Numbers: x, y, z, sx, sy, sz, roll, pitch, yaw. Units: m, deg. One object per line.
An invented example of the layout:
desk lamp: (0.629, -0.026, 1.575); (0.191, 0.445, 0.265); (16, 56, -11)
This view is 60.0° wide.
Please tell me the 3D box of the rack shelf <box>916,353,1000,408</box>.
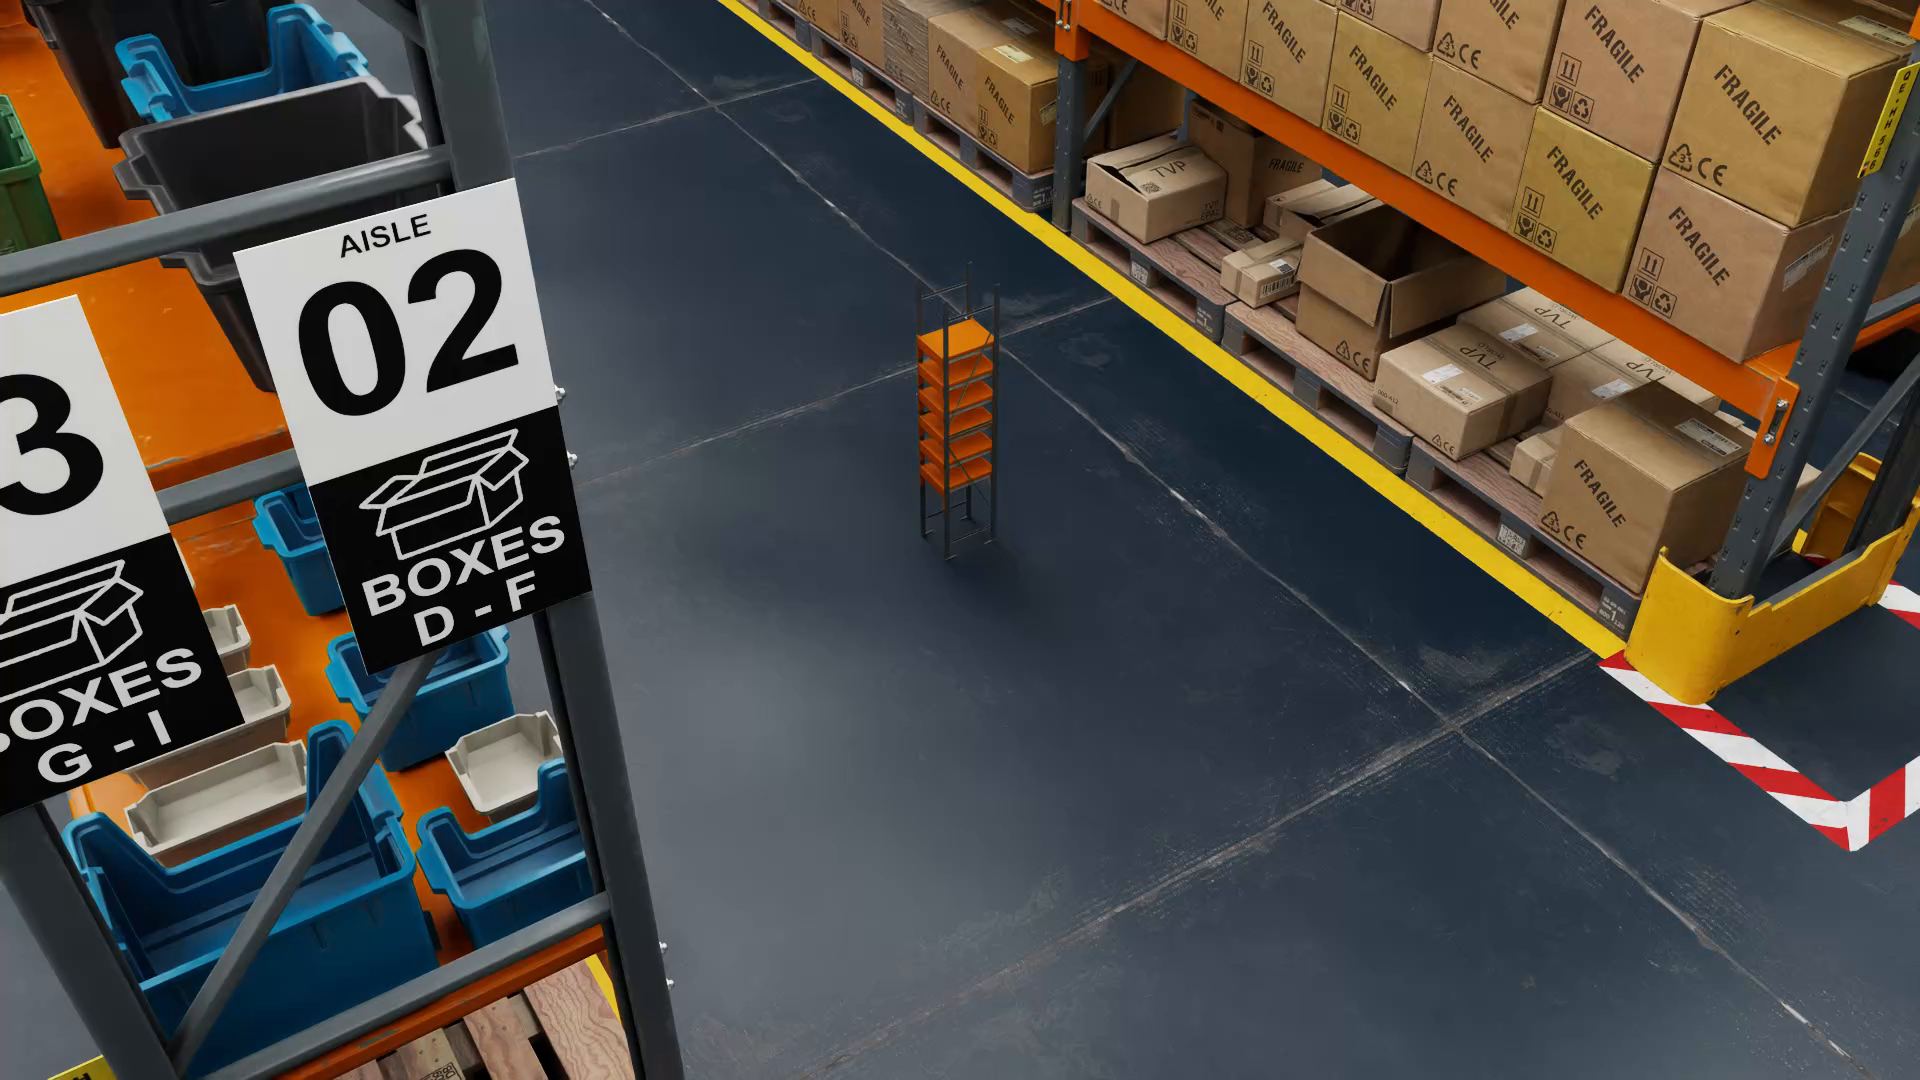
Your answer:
rack shelf: (-0.008, -0.619, 6.250); (0.258, 0.103, 0.180); (-22, 45, -24)

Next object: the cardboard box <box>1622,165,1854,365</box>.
cardboard box: (2.614, -0.975, 5.499); (0.500, 0.500, 0.500); (-21, 44, -23)

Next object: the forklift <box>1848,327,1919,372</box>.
forklift: (3.875, -2.808, 7.830); (1.130, 2.935, 3.031); (-22, 44, -24)

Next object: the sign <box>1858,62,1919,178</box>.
sign: (2.606, -1.175, 4.665); (0.100, 0.325, 0.005); (-22, 45, -24)

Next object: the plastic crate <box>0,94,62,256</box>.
plastic crate: (-1.865, -0.591, 2.938); (0.450, 0.188, 0.336); (-22, 45, -24)

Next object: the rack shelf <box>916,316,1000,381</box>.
rack shelf: (-0.008, -0.711, 6.173); (0.258, 0.103, 0.180); (-22, 45, -24)

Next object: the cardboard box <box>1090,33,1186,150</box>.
cardboard box: (0.879, -2.501, 9.018); (0.500, 0.500, 0.500); (-24, 46, -26)

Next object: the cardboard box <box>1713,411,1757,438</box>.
cardboard box: (3.015, -0.349, 6.695); (0.380, 0.166, 0.250); (-22, 45, -24)

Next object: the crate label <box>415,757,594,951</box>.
crate label: (-0.949, 0.709, 3.640); (0.416, 0.233, 0.303); (-22, 45, -24)

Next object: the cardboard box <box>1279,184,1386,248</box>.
cardboard box: (1.883, -1.469, 7.927); (0.500, 0.311, 0.500); (-22, 45, -24)

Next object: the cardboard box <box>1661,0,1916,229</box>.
cardboard box: (2.614, -1.357, 5.176); (0.500, 0.500, 0.500); (-23, 45, -25)

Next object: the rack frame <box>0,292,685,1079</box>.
rack frame: (-1.094, 0.914, 3.310); (1.000, 3.000, 0.127); (-22, 45, -24)

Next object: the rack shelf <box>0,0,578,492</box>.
rack shelf: (-2.169, -1.041, 3.875); (1.077, 0.370, 4.000); (-22, 45, -24)

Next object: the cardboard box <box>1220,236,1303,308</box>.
cardboard box: (1.451, -1.264, 7.793); (0.380, 0.166, 0.250); (-22, 45, -24)

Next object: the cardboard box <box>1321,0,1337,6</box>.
cardboard box: (1.504, -2.463, 6.504); (0.500, 0.500, 0.500); (-24, 45, -26)

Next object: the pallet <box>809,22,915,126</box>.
pallet: (-0.195, -2.962, 10.139); (1.003, 0.211, 1.213); (-22, 45, -24)

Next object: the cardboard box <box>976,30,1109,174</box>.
cardboard box: (0.427, -2.324, 8.805); (0.500, 0.500, 0.500); (-22, 45, -25)

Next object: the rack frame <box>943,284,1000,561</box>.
rack frame: (0.041, -0.419, 6.316); (0.240, 1.200, 0.006); (-22, 45, -24)

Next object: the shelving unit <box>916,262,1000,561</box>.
shelving unit: (-0.008, -0.469, 6.375); (0.258, 1.200, 0.189); (-22, 45, -24)

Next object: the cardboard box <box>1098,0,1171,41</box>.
cardboard box: (0.978, -2.617, 7.470); (0.500, 0.500, 0.500); (-21, 44, -23)

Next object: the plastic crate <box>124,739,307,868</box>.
plastic crate: (-1.685, 0.615, 3.828); (0.396, 0.136, 0.243); (-22, 45, -24)

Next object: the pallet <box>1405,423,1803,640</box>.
pallet: (2.614, -0.188, 6.811); (1.003, 0.211, 1.213); (-22, 45, -24)

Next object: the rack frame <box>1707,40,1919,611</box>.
rack frame: (3.085, -0.789, 5.353); (1.000, 3.000, 0.127); (-22, 45, -24)

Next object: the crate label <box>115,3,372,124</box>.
crate label: (-1.317, -0.790, 3.128); (0.408, 0.251, 0.502); (-22, 45, -24)

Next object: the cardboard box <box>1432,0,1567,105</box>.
cardboard box: (2.058, -1.908, 5.837); (0.500, 0.500, 0.500); (-21, 44, -23)

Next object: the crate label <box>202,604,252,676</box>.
crate label: (-1.999, 0.311, 4.192); (0.396, 0.136, 0.243); (-22, 45, -24)

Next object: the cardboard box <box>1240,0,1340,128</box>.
cardboard box: (1.523, -2.071, 6.814); (0.500, 0.500, 0.500); (-22, 45, -25)

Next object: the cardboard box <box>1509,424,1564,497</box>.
cardboard box: (2.443, -0.328, 6.670); (0.380, 0.166, 0.250); (-22, 45, -24)

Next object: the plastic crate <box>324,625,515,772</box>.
plastic crate: (-1.303, 0.354, 4.066); (0.416, 0.233, 0.300); (-22, 45, -24)

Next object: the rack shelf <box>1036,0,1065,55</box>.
rack shelf: (-0.142, -3.751, 9.470); (1.077, 0.370, 4.000); (-22, 45, -24)

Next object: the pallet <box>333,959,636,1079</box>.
pallet: (-1.504, 1.527, 4.753); (1.003, 0.211, 1.213); (-22, 45, -24)

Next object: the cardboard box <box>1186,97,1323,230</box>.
cardboard box: (1.479, -1.947, 8.352); (0.500, 0.500, 0.500); (-22, 45, -24)

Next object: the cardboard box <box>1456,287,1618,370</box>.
cardboard box: (2.494, -0.832, 7.210); (0.500, 0.250, 0.500); (-22, 45, -24)

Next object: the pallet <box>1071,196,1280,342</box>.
pallet: (1.302, -1.505, 8.392); (1.003, 0.211, 1.213); (-22, 45, -24)

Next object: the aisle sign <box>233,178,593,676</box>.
aisle sign: (-0.805, -0.148, 2.554); (0.394, 0.787, 0.004); (-22, 45, -24)

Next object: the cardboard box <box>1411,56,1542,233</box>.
cardboard box: (2.069, -1.525, 6.159); (0.500, 0.500, 0.500); (-22, 45, -24)

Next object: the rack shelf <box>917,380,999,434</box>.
rack shelf: (-0.008, -0.527, 6.327); (0.258, 0.103, 0.180); (-22, 45, -24)

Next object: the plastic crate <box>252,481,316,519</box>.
plastic crate: (-1.818, -0.164, 4.687); (0.416, 0.233, 0.300); (-22, 45, -24)

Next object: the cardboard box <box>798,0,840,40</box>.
cardboard box: (-0.661, -3.418, 10.118); (0.500, 0.500, 0.500); (-23, 45, -25)

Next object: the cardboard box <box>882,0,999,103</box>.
cardboard box: (-0.101, -2.865, 9.454); (0.500, 0.500, 0.500); (-22, 44, -24)
